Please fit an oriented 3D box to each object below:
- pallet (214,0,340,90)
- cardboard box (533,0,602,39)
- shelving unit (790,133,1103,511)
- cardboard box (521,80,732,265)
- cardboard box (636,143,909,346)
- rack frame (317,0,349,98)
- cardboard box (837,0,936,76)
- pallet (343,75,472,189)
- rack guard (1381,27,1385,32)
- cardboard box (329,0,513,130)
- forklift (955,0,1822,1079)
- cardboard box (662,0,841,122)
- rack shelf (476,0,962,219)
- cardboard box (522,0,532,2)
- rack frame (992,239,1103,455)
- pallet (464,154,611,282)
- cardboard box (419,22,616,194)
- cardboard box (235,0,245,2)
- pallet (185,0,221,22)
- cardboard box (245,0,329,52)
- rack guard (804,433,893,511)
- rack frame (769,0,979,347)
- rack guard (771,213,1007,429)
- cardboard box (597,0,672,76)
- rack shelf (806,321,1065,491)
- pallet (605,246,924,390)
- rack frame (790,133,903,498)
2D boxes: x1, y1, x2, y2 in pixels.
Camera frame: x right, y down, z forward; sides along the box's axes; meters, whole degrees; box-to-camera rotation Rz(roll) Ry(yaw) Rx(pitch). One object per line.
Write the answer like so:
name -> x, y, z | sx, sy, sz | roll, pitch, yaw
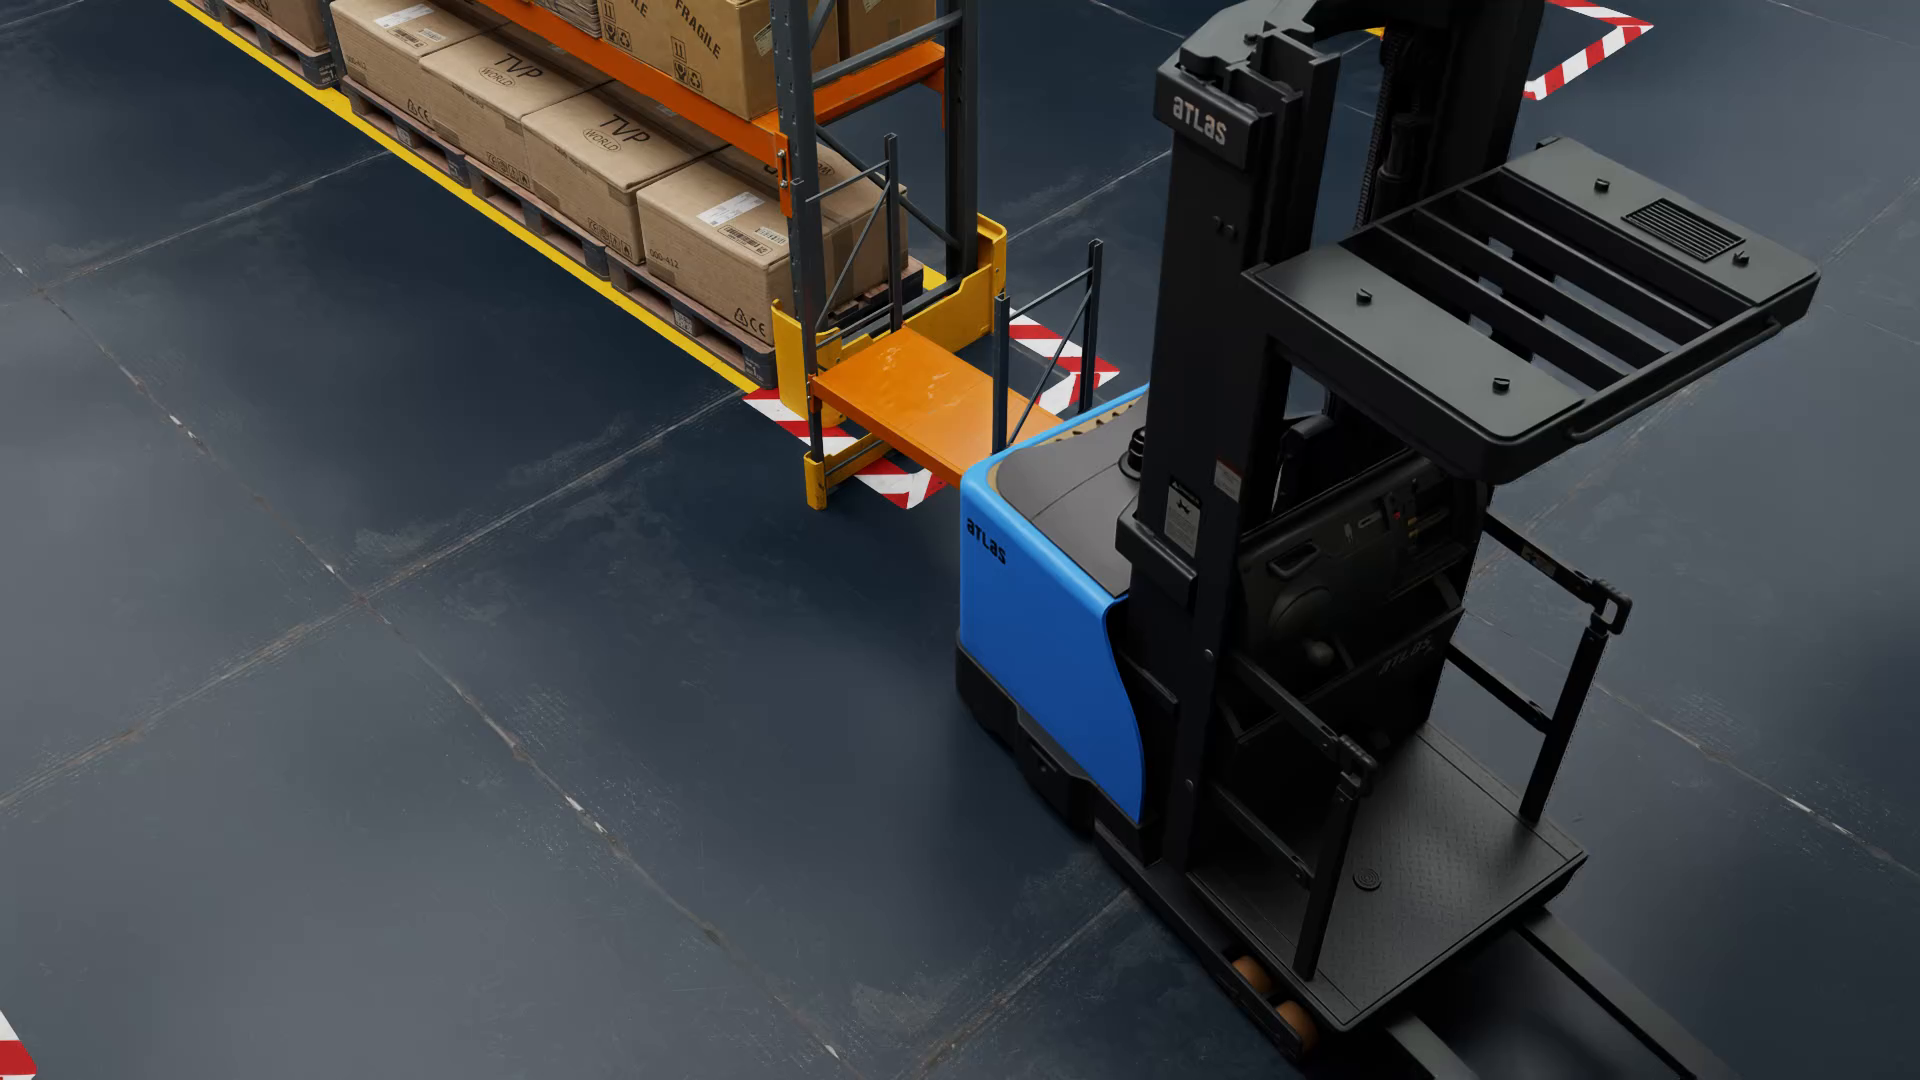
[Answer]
pallet -> -3.738, -3.178, 10.033 | 1.003, 0.211, 1.213 | -34, 53, -31
cardboard box -> -1.557, -2.577, 7.255 | 0.500, 0.500, 0.500 | -33, 52, -30
shelving unit -> -0.054, -0.587, 6.281 | 0.587, 1.500, 1.083 | -34, 53, -31
cardboard box -> -1.504, -1.863, 8.135 | 0.875, 0.438, 0.875 | -33, 52, -30
cardboard box -> -0.851, -1.427, 7.663 | 0.875, 0.438, 0.875 | 32, 52, 30
rack frame -> -3.139, -3.867, 8.725 | 1.000, 3.000, 0.127 | -34, 53, -31
cardboard box -> -0.450, -2.350, 7.009 | 0.500, 0.500, 0.500 | 34, 52, 31
pallet -> -2.658, -2.440, 9.235 | 1.003, 0.211, 1.213 | -34, 53, -31
rack guard -> 3.065, -3.484, 10.152 | 1.175, 0.500, 0.348 | -34, 53, -31
cardboard box -> -2.772, -2.727, 9.070 | 0.875, 0.438, 0.875 | 33, 52, 31
forklift -> 1.248, 0.109, 4.472 | 1.130, 2.935, 3.031 | -26, 49, -25
cardboard box -> -0.843, -2.087, 6.724 | 0.500, 0.500, 0.500 | -34, 52, -31
rack shelf -> -1.727, -2.642, 7.929 | 1.077, 0.370, 4.000 | -34, 53, -31
cardboard box -> -1.930, -2.819, 7.517 | 0.500, 0.500, 0.500 | -33, 52, -30
rack frame -> 0.299, -0.348, 6.021 | 0.500, 1.500, 0.032 | -34, 53, -31
pallet -> -1.792, -1.854, 8.601 | 1.003, 0.211, 1.213 | -34, 53, -31
cardboard box -> -2.139, -2.297, 8.604 | 0.875, 0.438, 0.875 | 33, 52, 30
cardboard box -> -4.277, -3.931, 10.050 | 0.875, 0.875, 0.875 | -33, 52, -30
pallet -> -4.603, -3.764, 10.668 | 1.003, 0.211, 1.213 | -34, 53, -31
cardboard box -> -3.634, -3.500, 9.584 | 0.875, 0.875, 0.875 | -32, 52, -30
rack guard -> -0.406, -0.368, 6.964 | 0.587, 0.250, 0.087 | -34, 53, -31
rack frame -> -0.315, -1.945, 6.645 | 1.000, 3.000, 0.127 | -34, 53, -31
rack guard -> -0.298, -1.015, 7.480 | 1.175, 0.500, 0.348 | -34, 53, -31
cardboard box -> -1.186, -2.335, 6.993 | 0.500, 0.500, 0.500 | 33, 52, 31
rack shelf -> -0.060, -0.460, 6.407 | 0.538, 0.185, 1.000 | -34, 53, -31
pallet -> -0.935, -1.268, 7.966 | 1.003, 0.211, 1.213 | -34, 53, -31
rack frame -> -0.419, -0.836, 6.550 | 0.500, 1.500, 0.032 | -34, 53, -31
